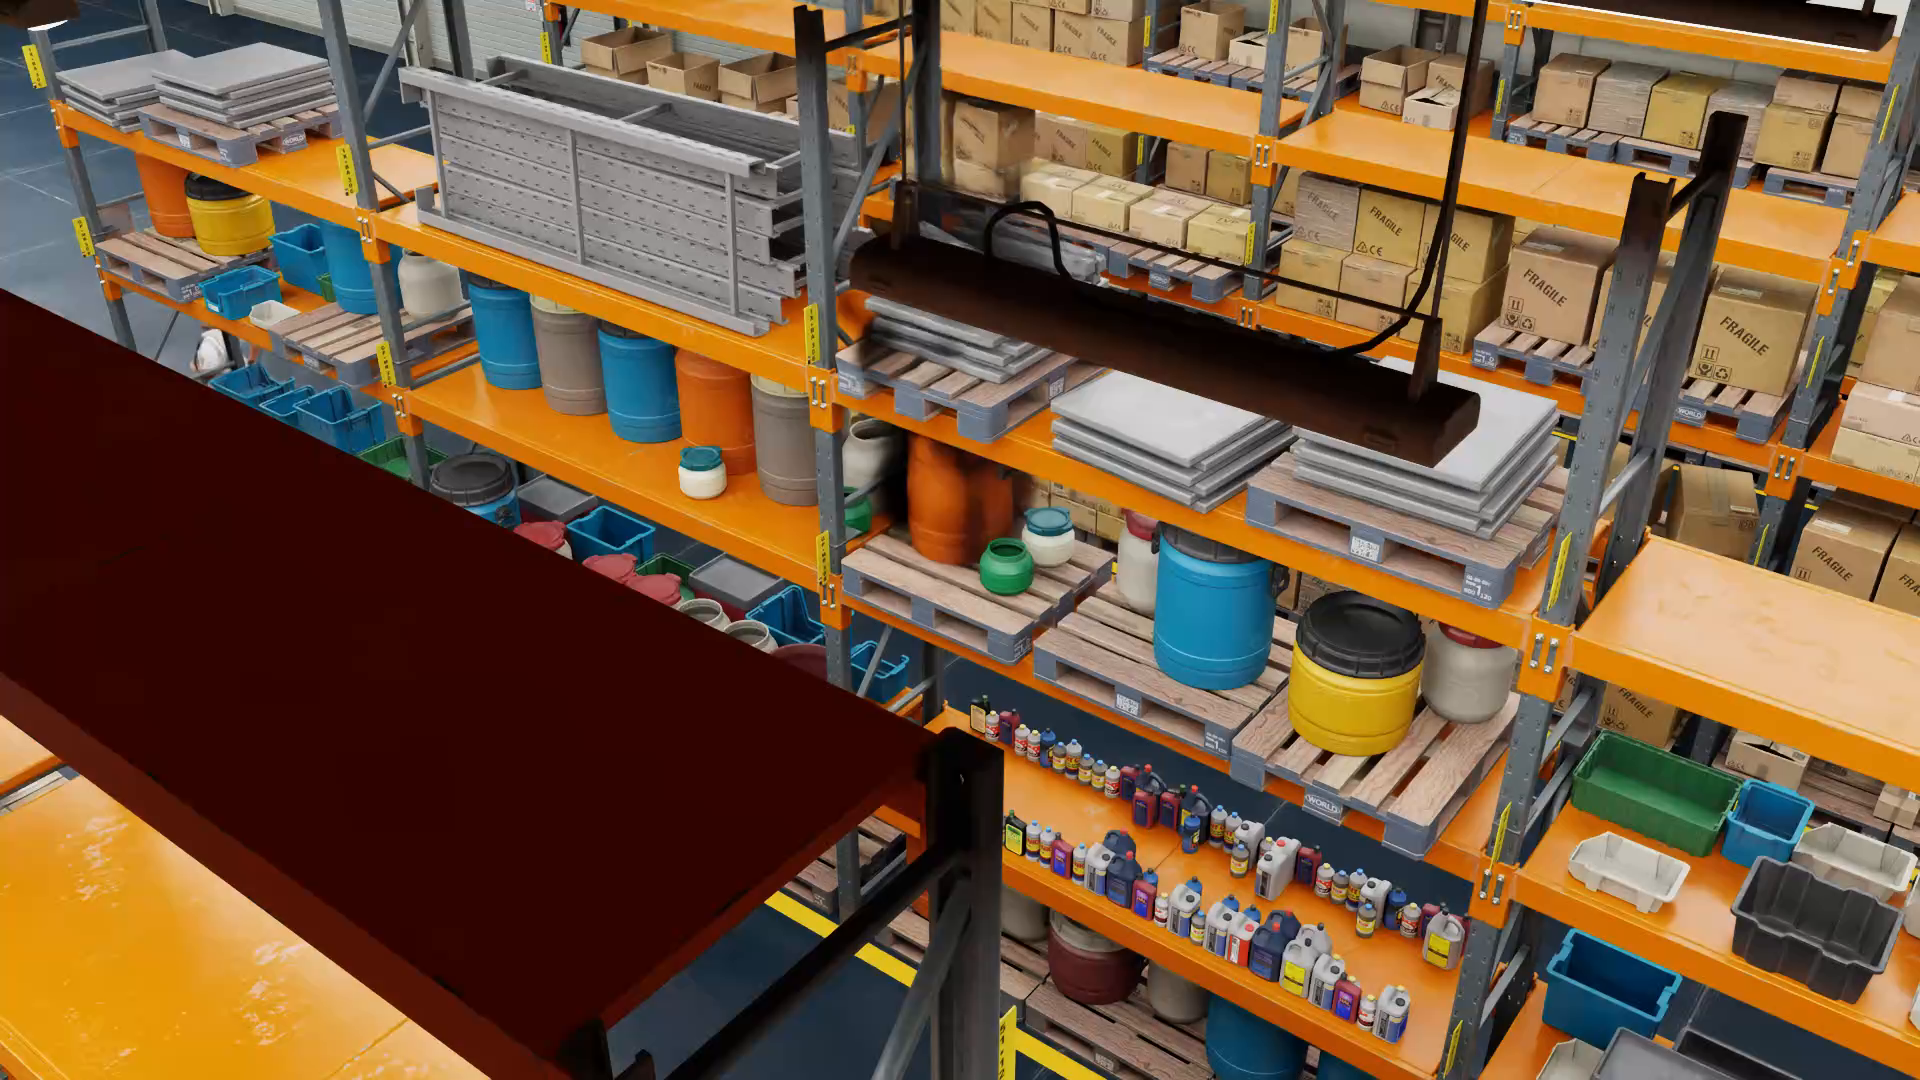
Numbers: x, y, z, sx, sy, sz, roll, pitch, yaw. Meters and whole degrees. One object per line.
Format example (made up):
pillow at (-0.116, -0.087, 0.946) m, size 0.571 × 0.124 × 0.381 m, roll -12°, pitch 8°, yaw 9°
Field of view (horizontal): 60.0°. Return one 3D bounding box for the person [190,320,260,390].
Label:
person at (-7.101, -1.529, 16.099) m, size 0.677 × 1.756 × 0.660 m, roll -1°, pitch 31°, yaw -2°
